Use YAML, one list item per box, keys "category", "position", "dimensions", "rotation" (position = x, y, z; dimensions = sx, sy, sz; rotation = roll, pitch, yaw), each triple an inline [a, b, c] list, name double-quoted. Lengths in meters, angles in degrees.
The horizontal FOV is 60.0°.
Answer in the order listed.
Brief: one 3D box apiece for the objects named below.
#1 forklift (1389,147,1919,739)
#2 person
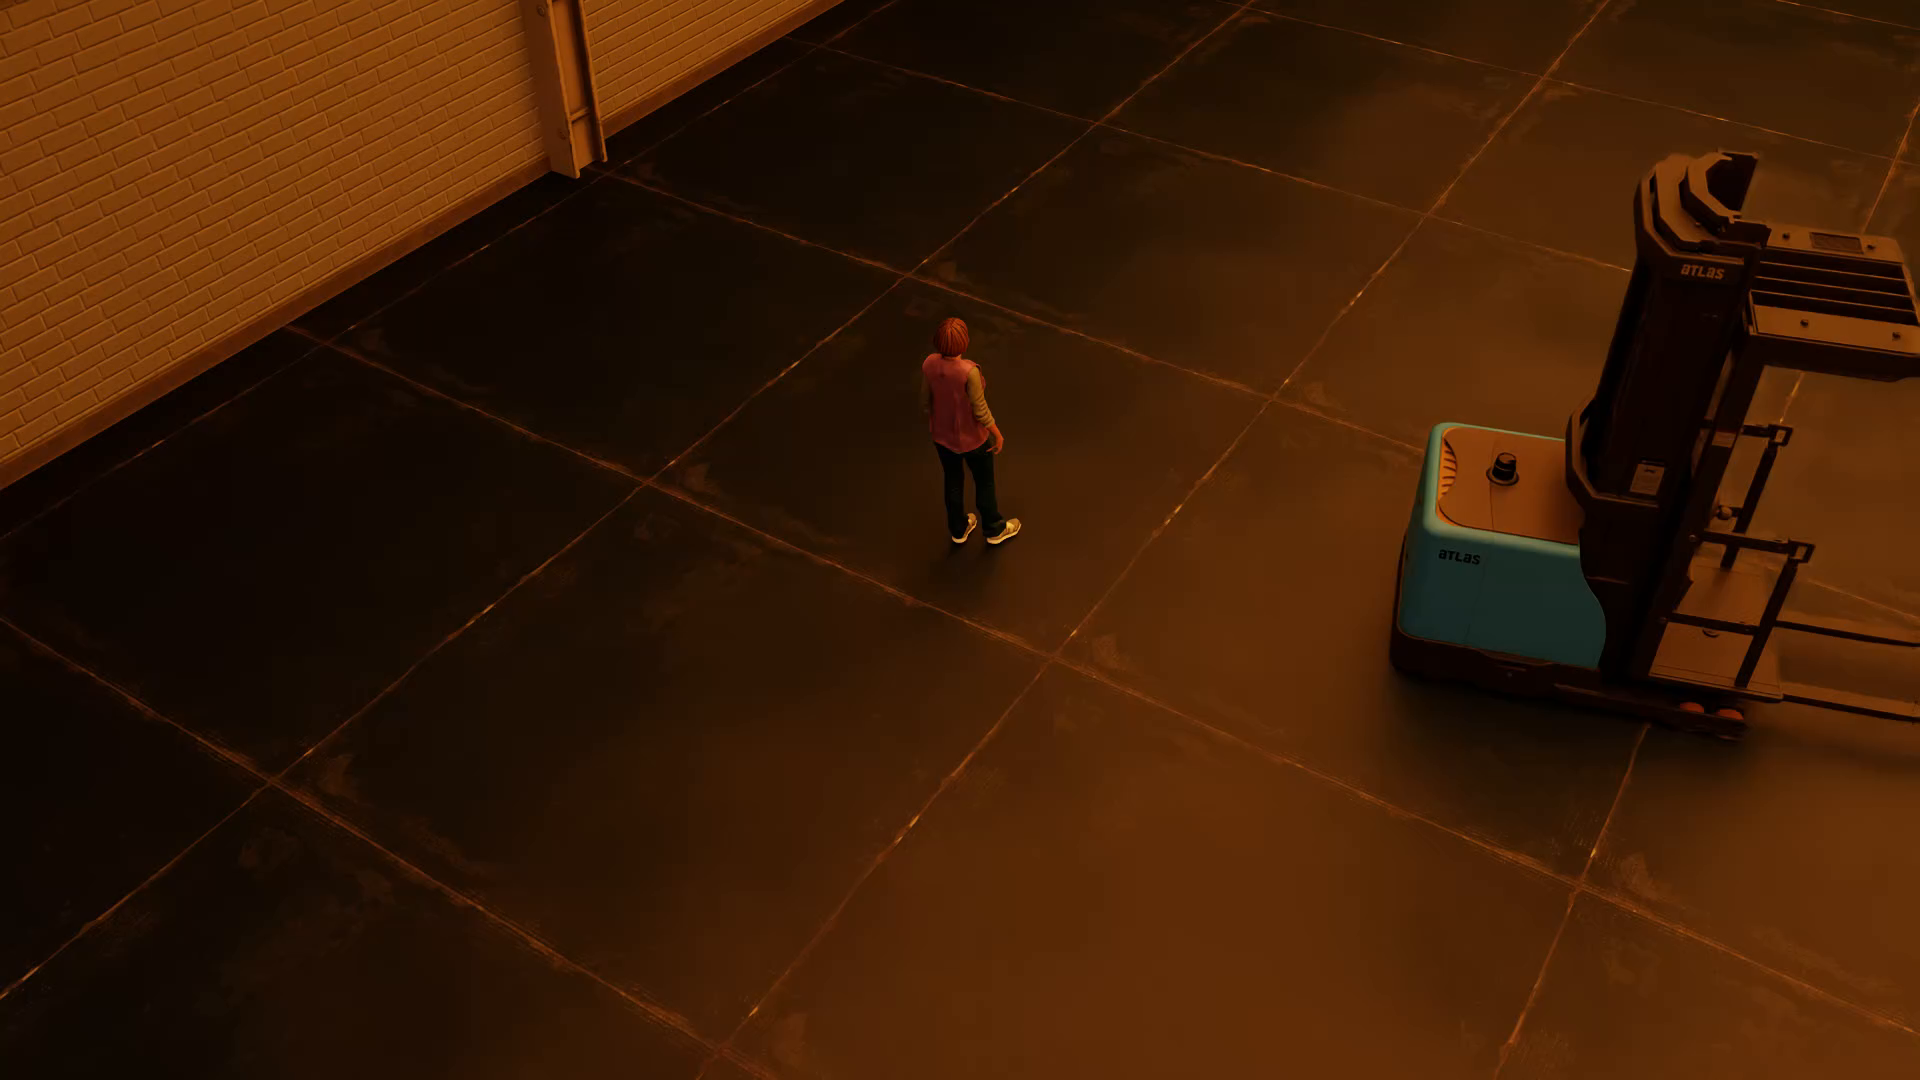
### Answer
- category: "forklift"
  position: [3.990, -0.429, 8.474]
  dimensions: [3.031, 2.935, 1.130]
  rotation: [10, 41, 12]
- category: "person"
  position: [0.051, -0.650, 9.754]
  dimensions: [0.520, 1.597, 0.476]
  rotation: [22, 45, 24]
